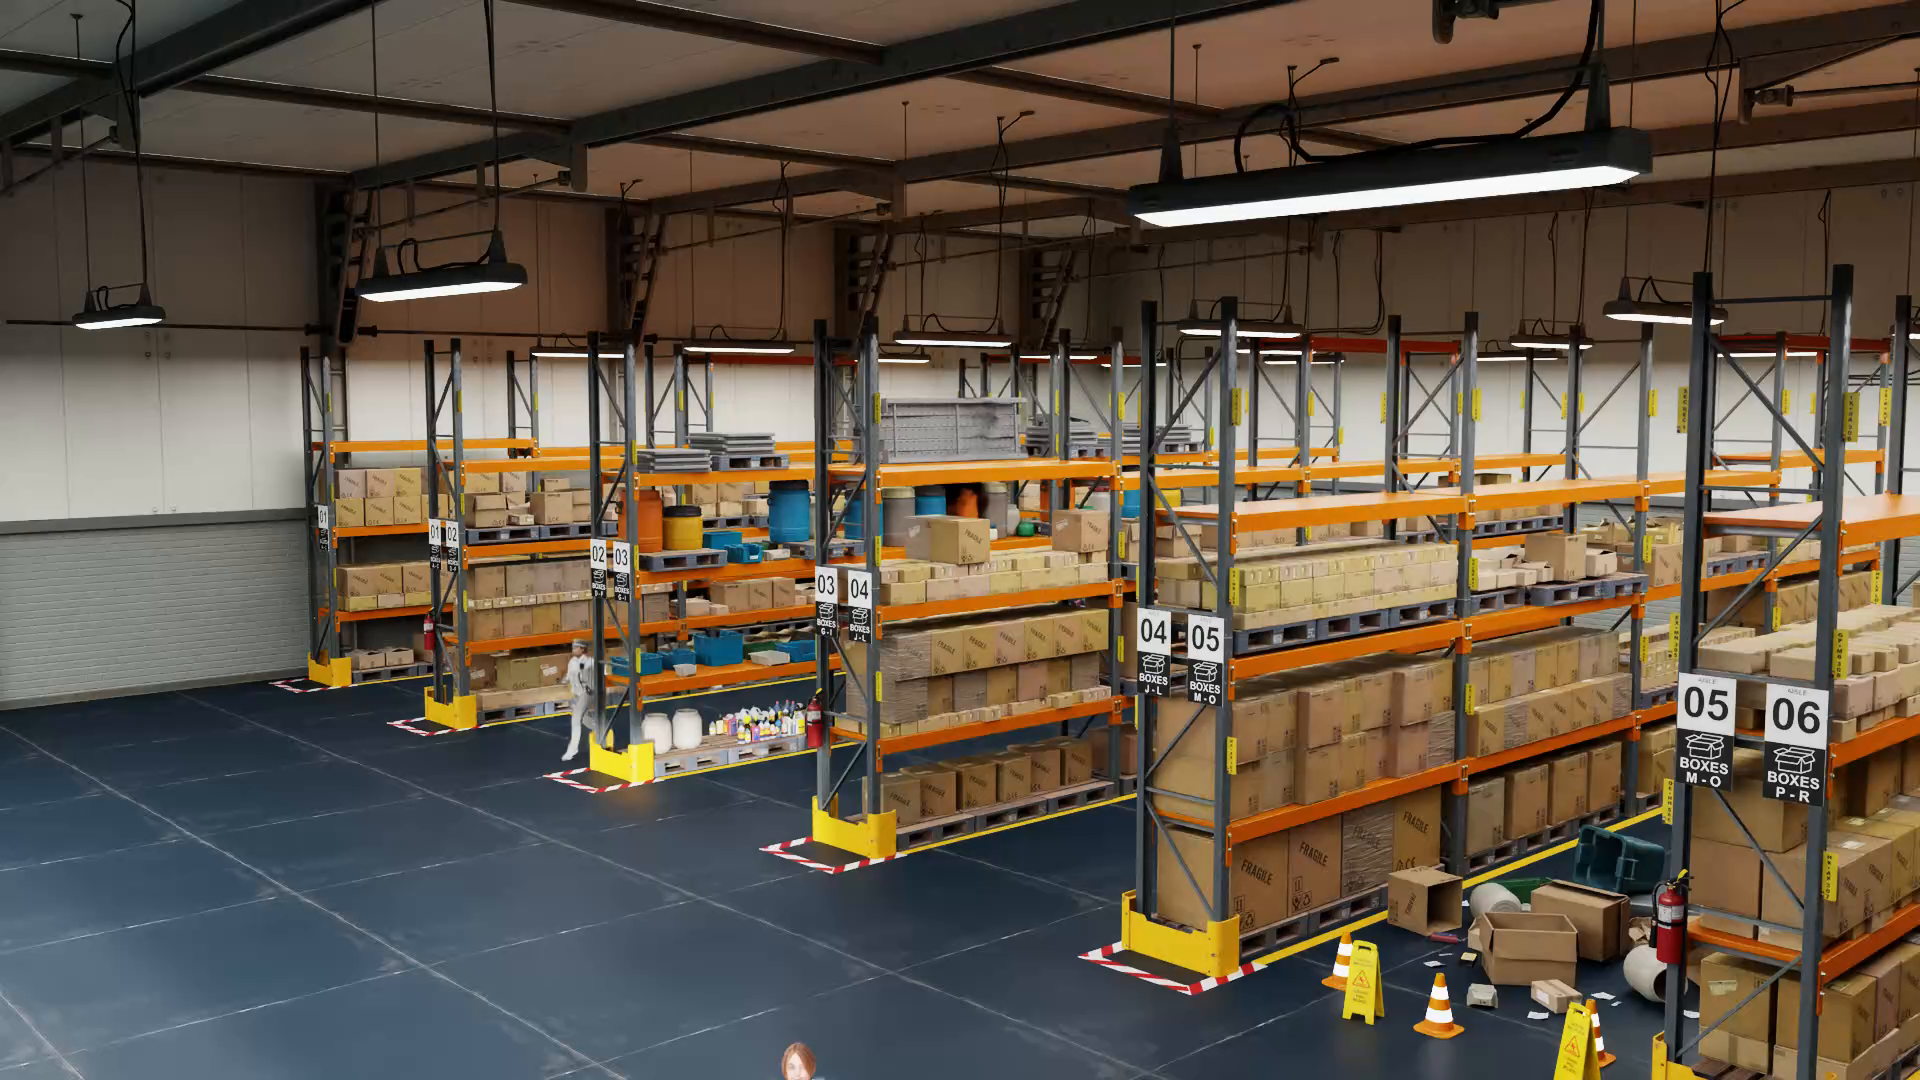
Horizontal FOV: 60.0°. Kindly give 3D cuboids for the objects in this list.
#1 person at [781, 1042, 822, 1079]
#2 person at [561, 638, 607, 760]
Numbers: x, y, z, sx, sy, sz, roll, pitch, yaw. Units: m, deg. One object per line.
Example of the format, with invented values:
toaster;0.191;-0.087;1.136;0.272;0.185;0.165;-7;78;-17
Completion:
person;-0.874;3.568;9.133;0.514;1.635;0.660;0;5;-1
person;-5.377;2.237;23.802;0.644;1.710;0.899;4;7;41
